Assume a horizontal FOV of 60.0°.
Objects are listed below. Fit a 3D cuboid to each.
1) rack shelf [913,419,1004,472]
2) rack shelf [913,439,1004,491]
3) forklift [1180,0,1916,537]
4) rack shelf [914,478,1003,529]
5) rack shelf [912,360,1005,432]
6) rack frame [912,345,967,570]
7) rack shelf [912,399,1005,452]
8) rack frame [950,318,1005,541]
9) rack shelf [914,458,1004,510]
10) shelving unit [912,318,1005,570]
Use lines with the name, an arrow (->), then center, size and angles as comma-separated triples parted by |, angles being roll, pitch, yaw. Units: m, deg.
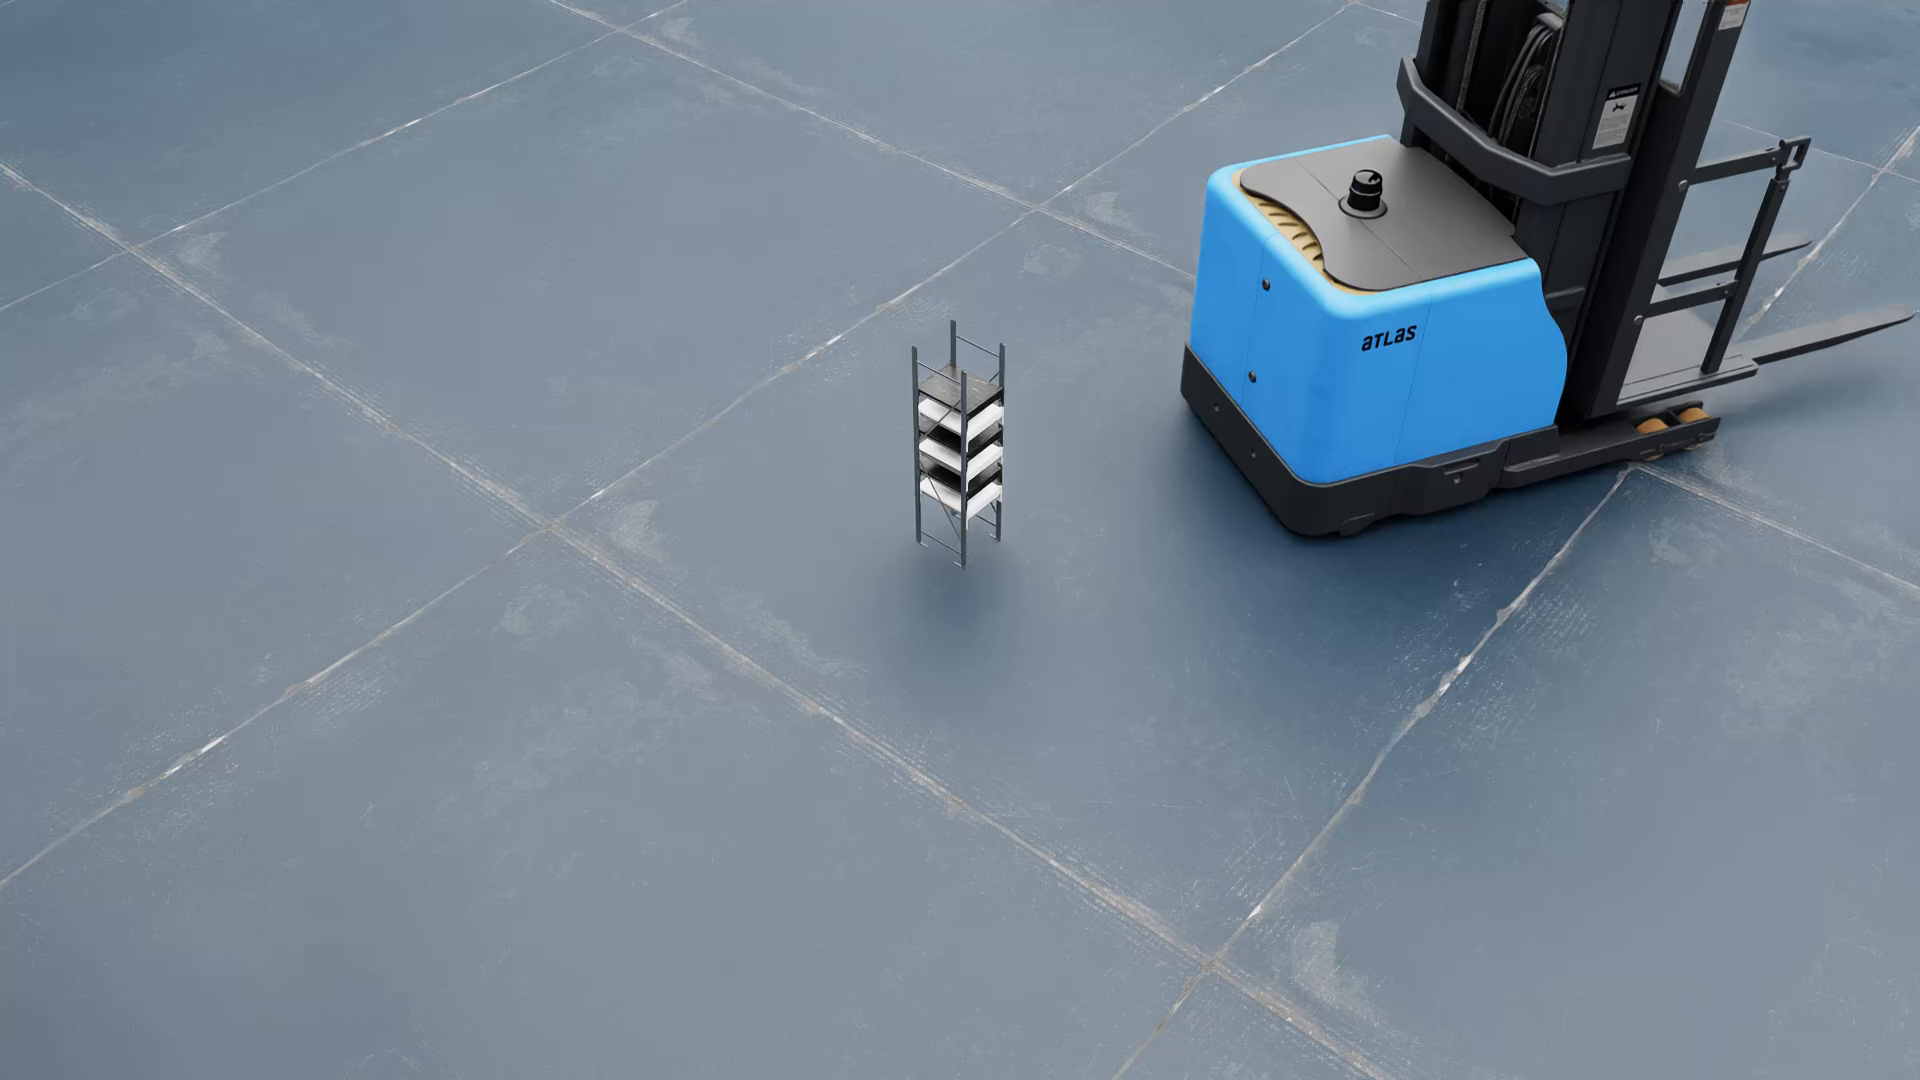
rack shelf -> -0.005, -0.371, 5.905 | 0.258, 0.077, 0.200 | 29, 50, 28
rack shelf -> -0.005, -0.304, 5.965 | 0.258, 0.077, 0.200 | 29, 50, 28
forklift -> 2.474, -1.717, 5.960 | 3.031, 2.935, 1.130 | -14, 44, -15
rack shelf -> -0.005, -0.171, 6.086 | 0.258, 0.077, 0.200 | 29, 50, 28
rack shelf -> -0.005, -0.504, 5.783 | 0.258, 0.077, 0.200 | 29, 50, 28
rack frame -> -0.071, -0.276, 5.885 | 0.240, 0.900, 0.006 | 29, 50, 28
rack shelf -> -0.005, -0.437, 5.844 | 0.258, 0.077, 0.200 | 29, 50, 28
rack frame -> 0.060, -0.381, 6.000 | 0.240, 0.900, 0.006 | 29, 50, 28
rack shelf -> -0.005, -0.238, 6.026 | 0.258, 0.077, 0.200 | 29, 50, 28
shelving unit -> -0.005, -0.329, 5.943 | 0.258, 0.900, 0.210 | 29, 50, 28
